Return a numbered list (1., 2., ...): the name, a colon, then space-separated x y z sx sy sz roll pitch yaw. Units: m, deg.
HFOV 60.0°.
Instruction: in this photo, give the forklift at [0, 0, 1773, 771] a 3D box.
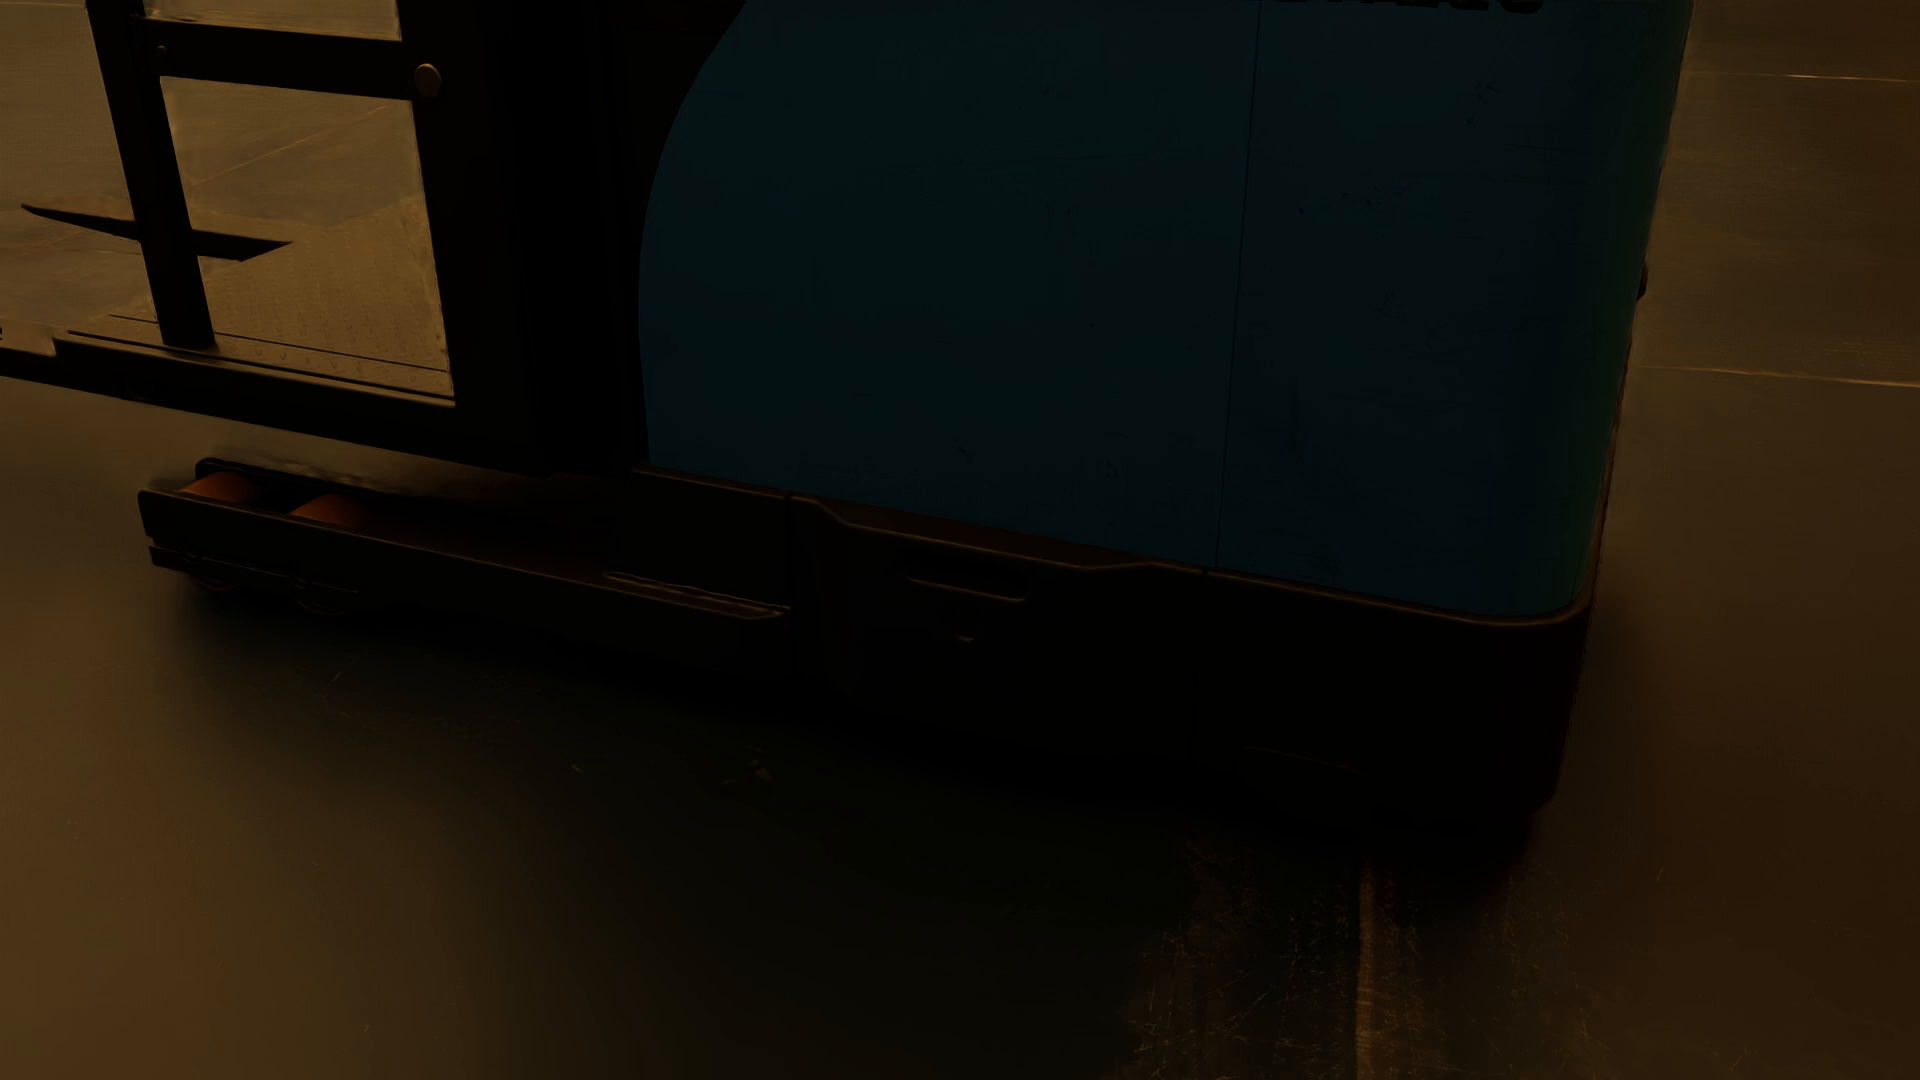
1. forklift: -0.633 -1.350 1.922 3.031 2.935 1.130 4 27 9
